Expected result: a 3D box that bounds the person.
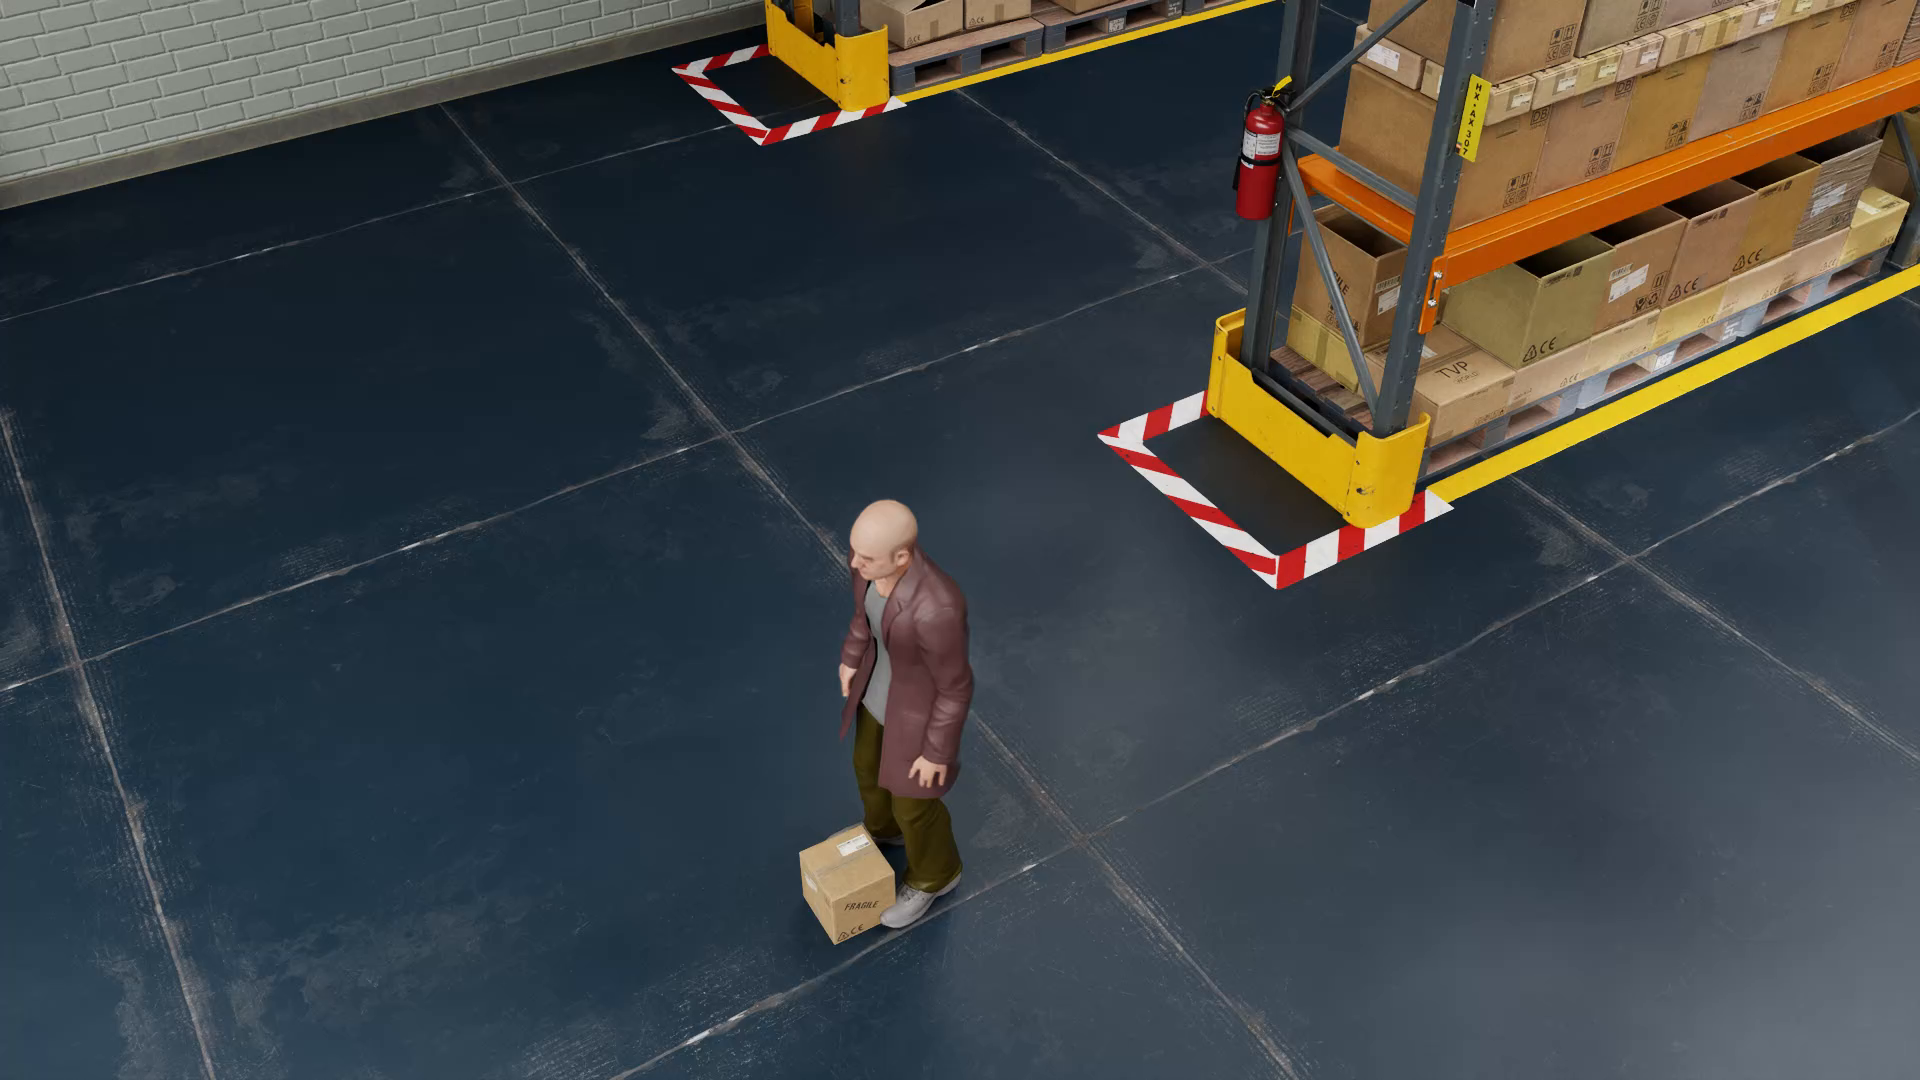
[{"bbox_3d":[-0.194,0.550,5.518,0.421,1.774,0.642,-22,45,-24],"label":"person"}]
